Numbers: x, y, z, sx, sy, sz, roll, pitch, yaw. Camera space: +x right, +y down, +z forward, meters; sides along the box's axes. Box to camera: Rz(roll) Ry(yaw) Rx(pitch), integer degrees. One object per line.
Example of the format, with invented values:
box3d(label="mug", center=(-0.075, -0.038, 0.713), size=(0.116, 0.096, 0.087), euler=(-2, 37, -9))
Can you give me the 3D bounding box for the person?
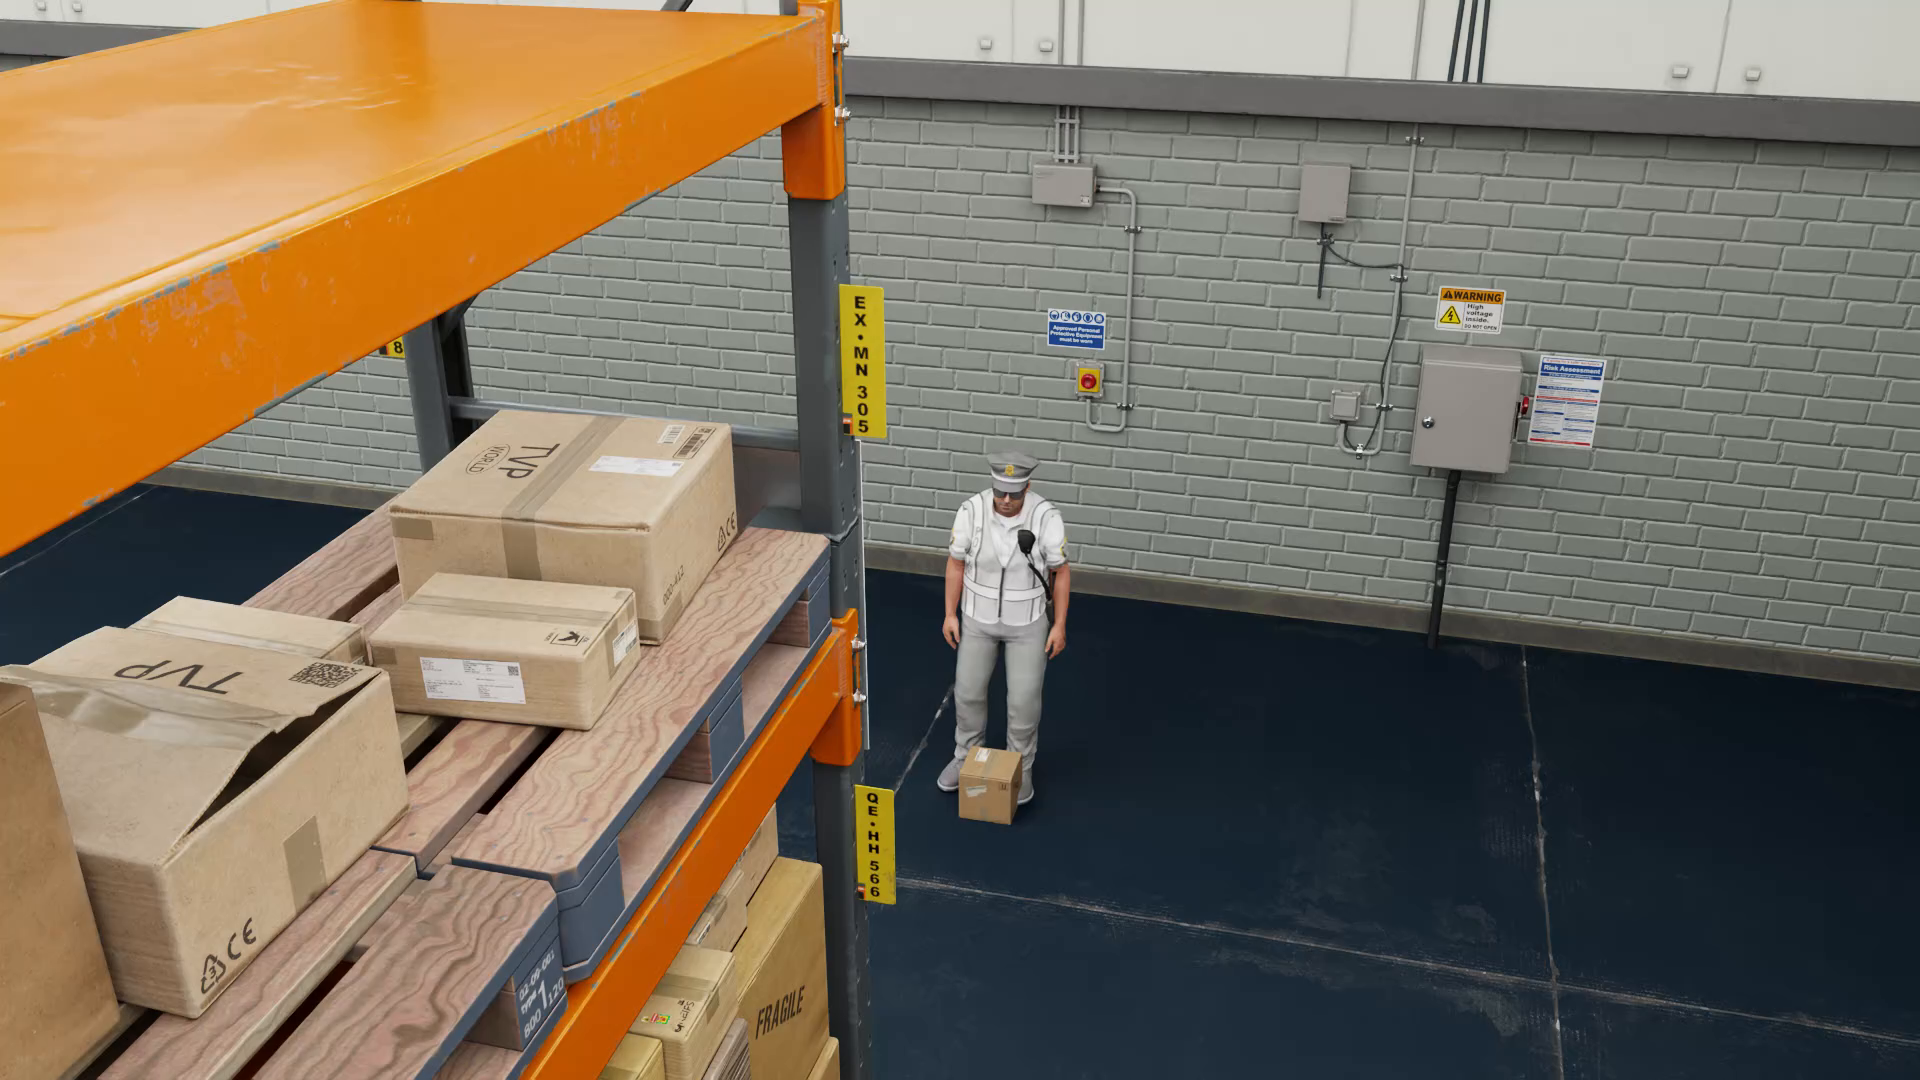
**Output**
box3d(label="person", center=(0.208, 0.378, 7.795), size=(0.601, 1.747, 0.480), euler=(5, 26, 10))
